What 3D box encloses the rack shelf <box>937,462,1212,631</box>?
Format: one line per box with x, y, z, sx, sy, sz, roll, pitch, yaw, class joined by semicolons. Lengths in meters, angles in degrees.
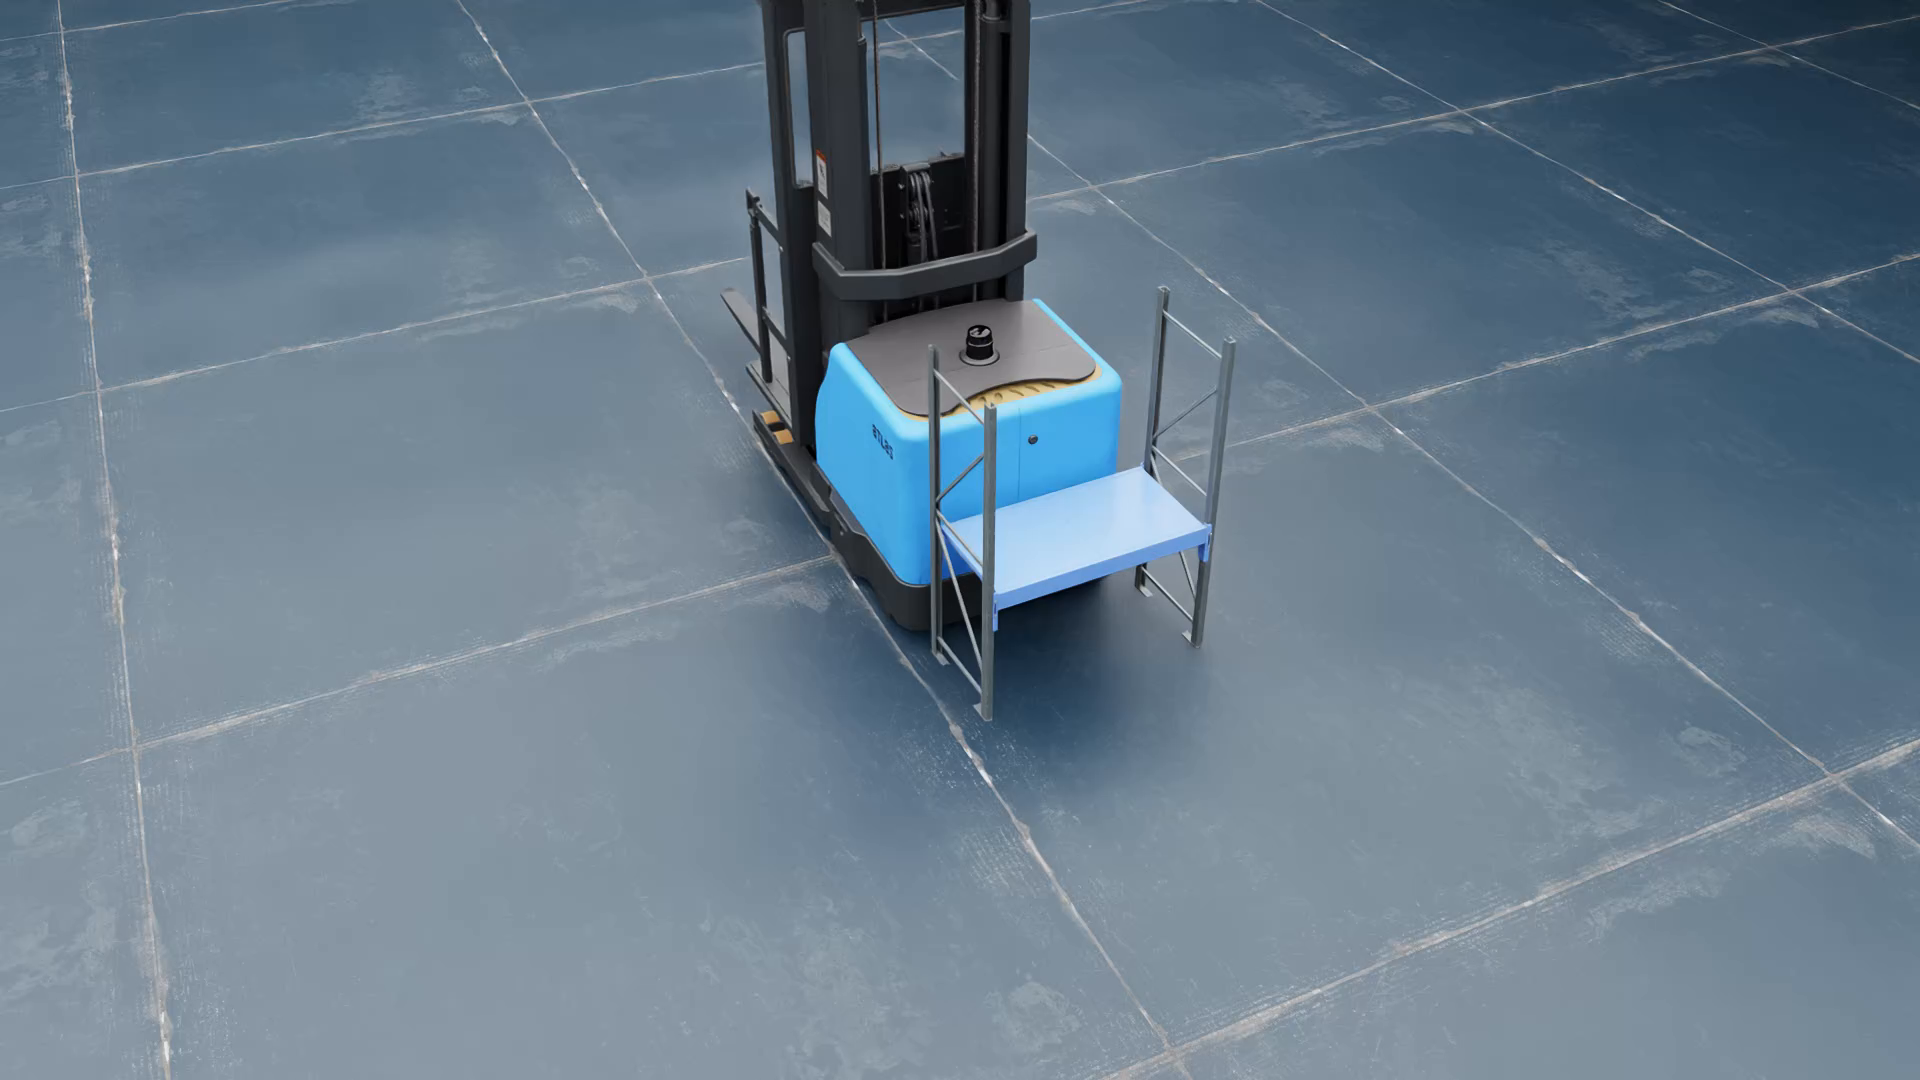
0.458;0.011;6.778;1.000;0.185;0.538;-17;40;-21;rack shelf

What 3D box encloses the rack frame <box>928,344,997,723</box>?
0.005;0.005;6.485;0.032;1.500;0.500;-17;40;-21;rack frame

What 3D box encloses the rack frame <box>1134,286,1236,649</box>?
0.910;-0.271;6.856;0.032;1.500;0.500;-17;40;-21;rack frame

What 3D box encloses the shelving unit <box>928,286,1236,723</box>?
0.458;-0.133;6.670;1.048;1.500;0.538;-17;40;-21;shelving unit

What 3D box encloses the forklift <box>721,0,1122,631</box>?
-0.390;-1.659;7.526;1.130;2.935;3.031;-15;39;-20;forklift
